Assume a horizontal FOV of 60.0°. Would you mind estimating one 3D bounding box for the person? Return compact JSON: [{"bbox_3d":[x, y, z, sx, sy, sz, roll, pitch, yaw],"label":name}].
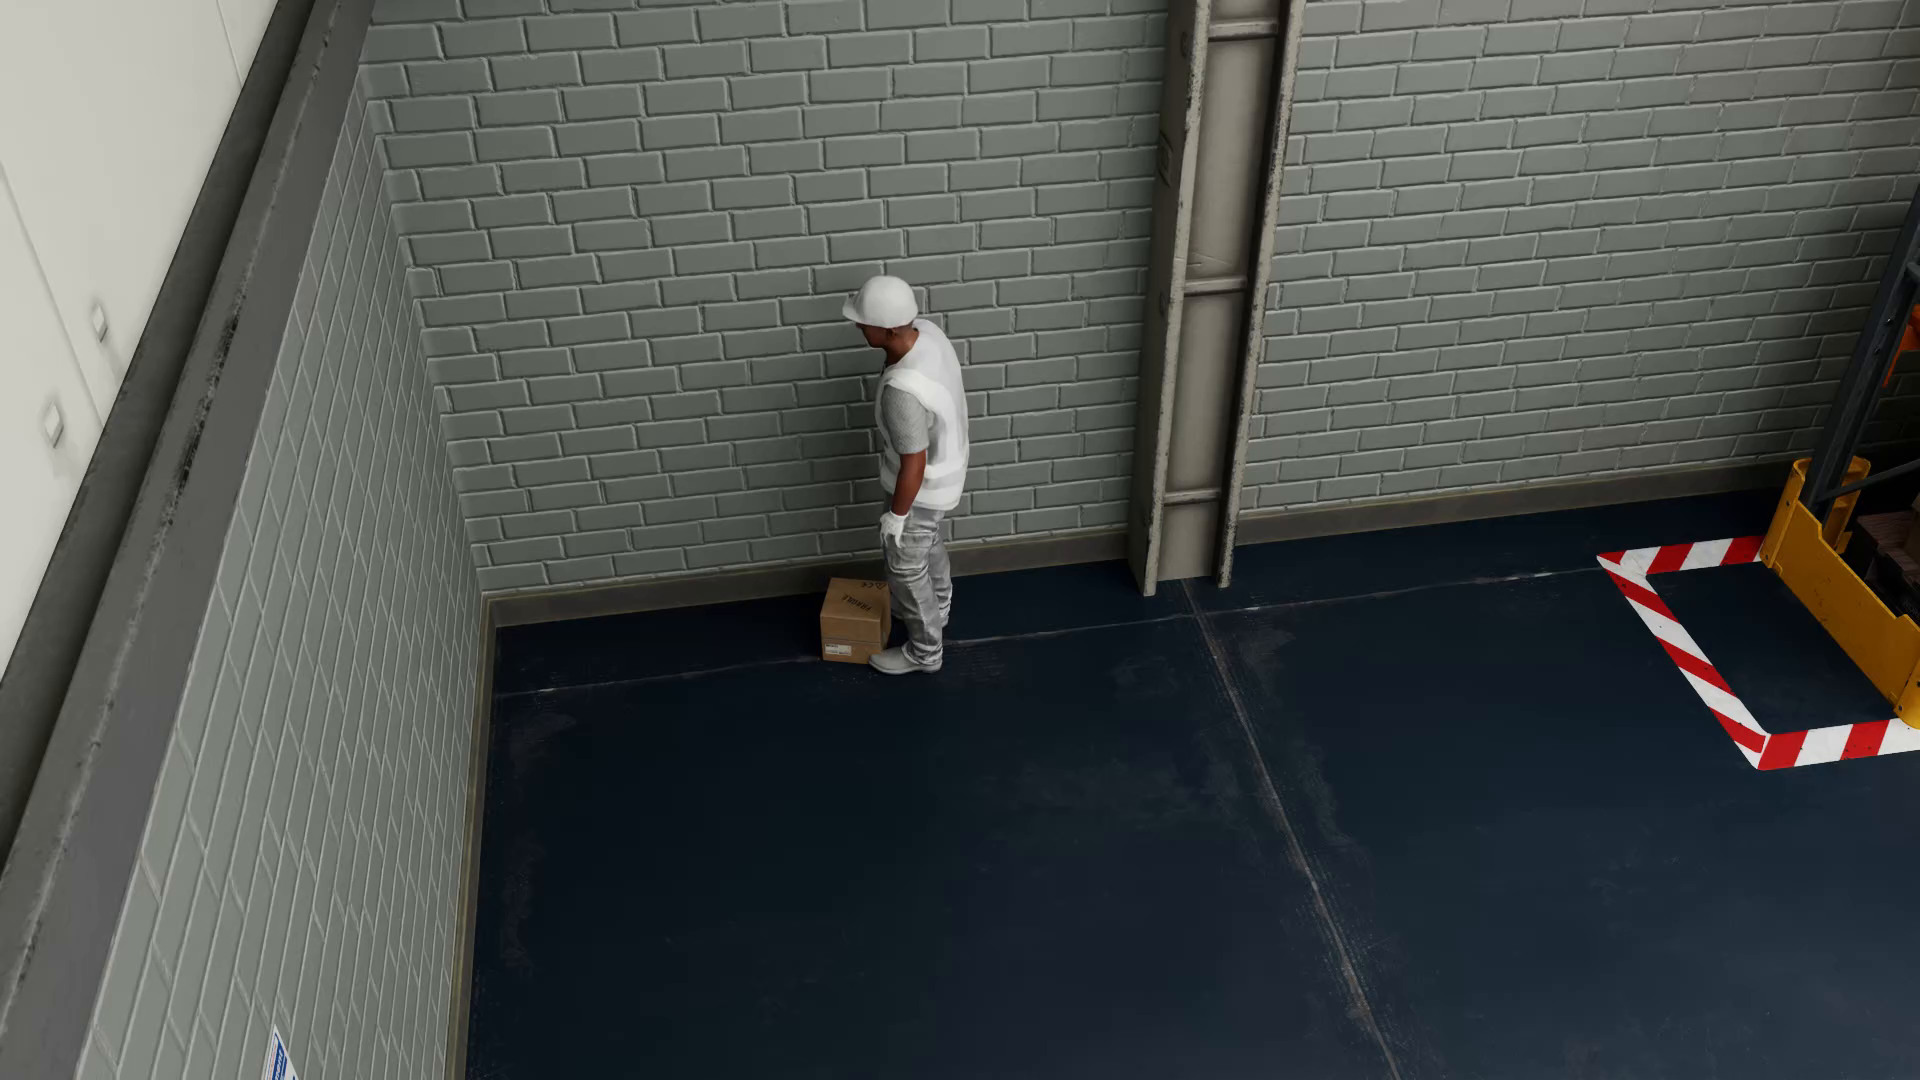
[{"bbox_3d":[-0.196,-0.243,6.452,0.453,1.774,0.628,5,39,6],"label":"person"}]
